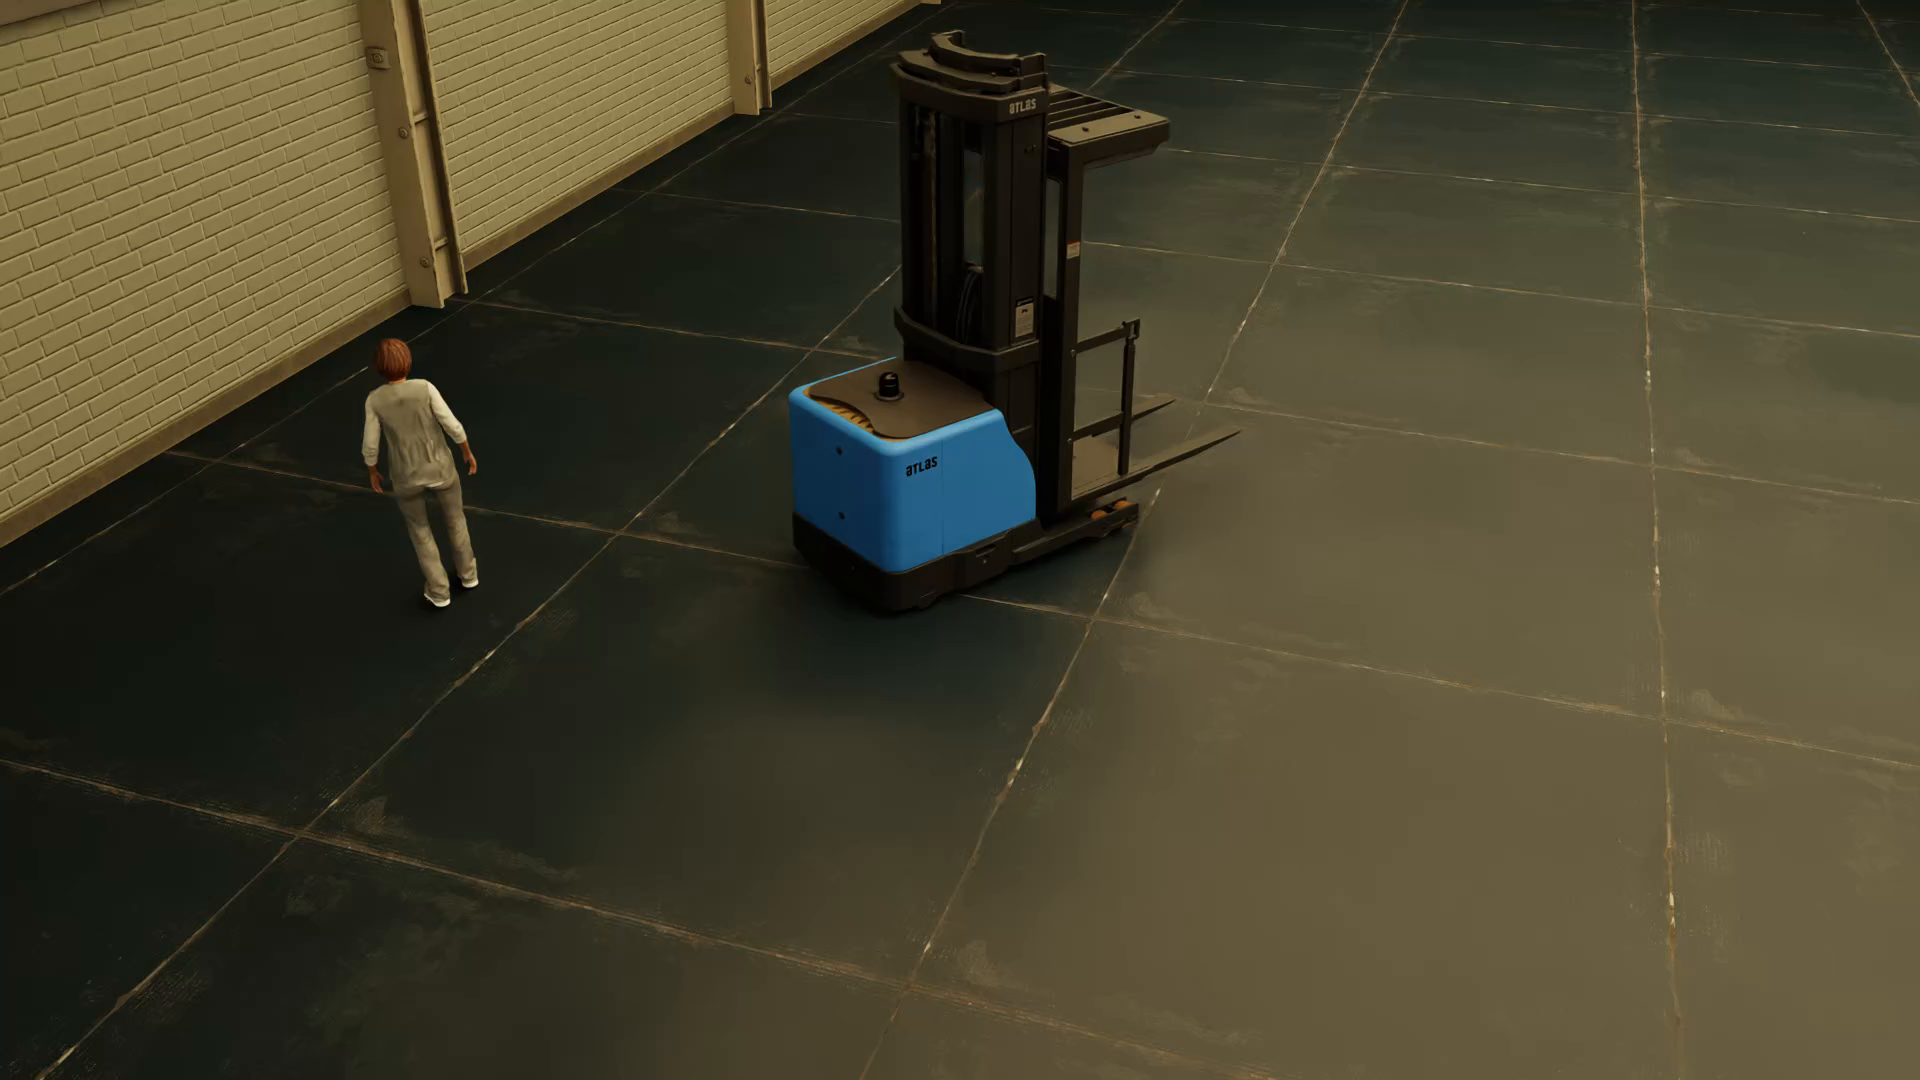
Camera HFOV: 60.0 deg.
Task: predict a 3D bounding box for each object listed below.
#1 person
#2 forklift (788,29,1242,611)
[{"bbox_3d":[-2.975,-0.395,9.180,0.580,1.598,0.450,-11,32,-19],"label":"person"},{"bbox_3d":[0.470,-1.468,9.712,3.031,2.935,1.130,-22,36,-33],"label":"forklift"}]
